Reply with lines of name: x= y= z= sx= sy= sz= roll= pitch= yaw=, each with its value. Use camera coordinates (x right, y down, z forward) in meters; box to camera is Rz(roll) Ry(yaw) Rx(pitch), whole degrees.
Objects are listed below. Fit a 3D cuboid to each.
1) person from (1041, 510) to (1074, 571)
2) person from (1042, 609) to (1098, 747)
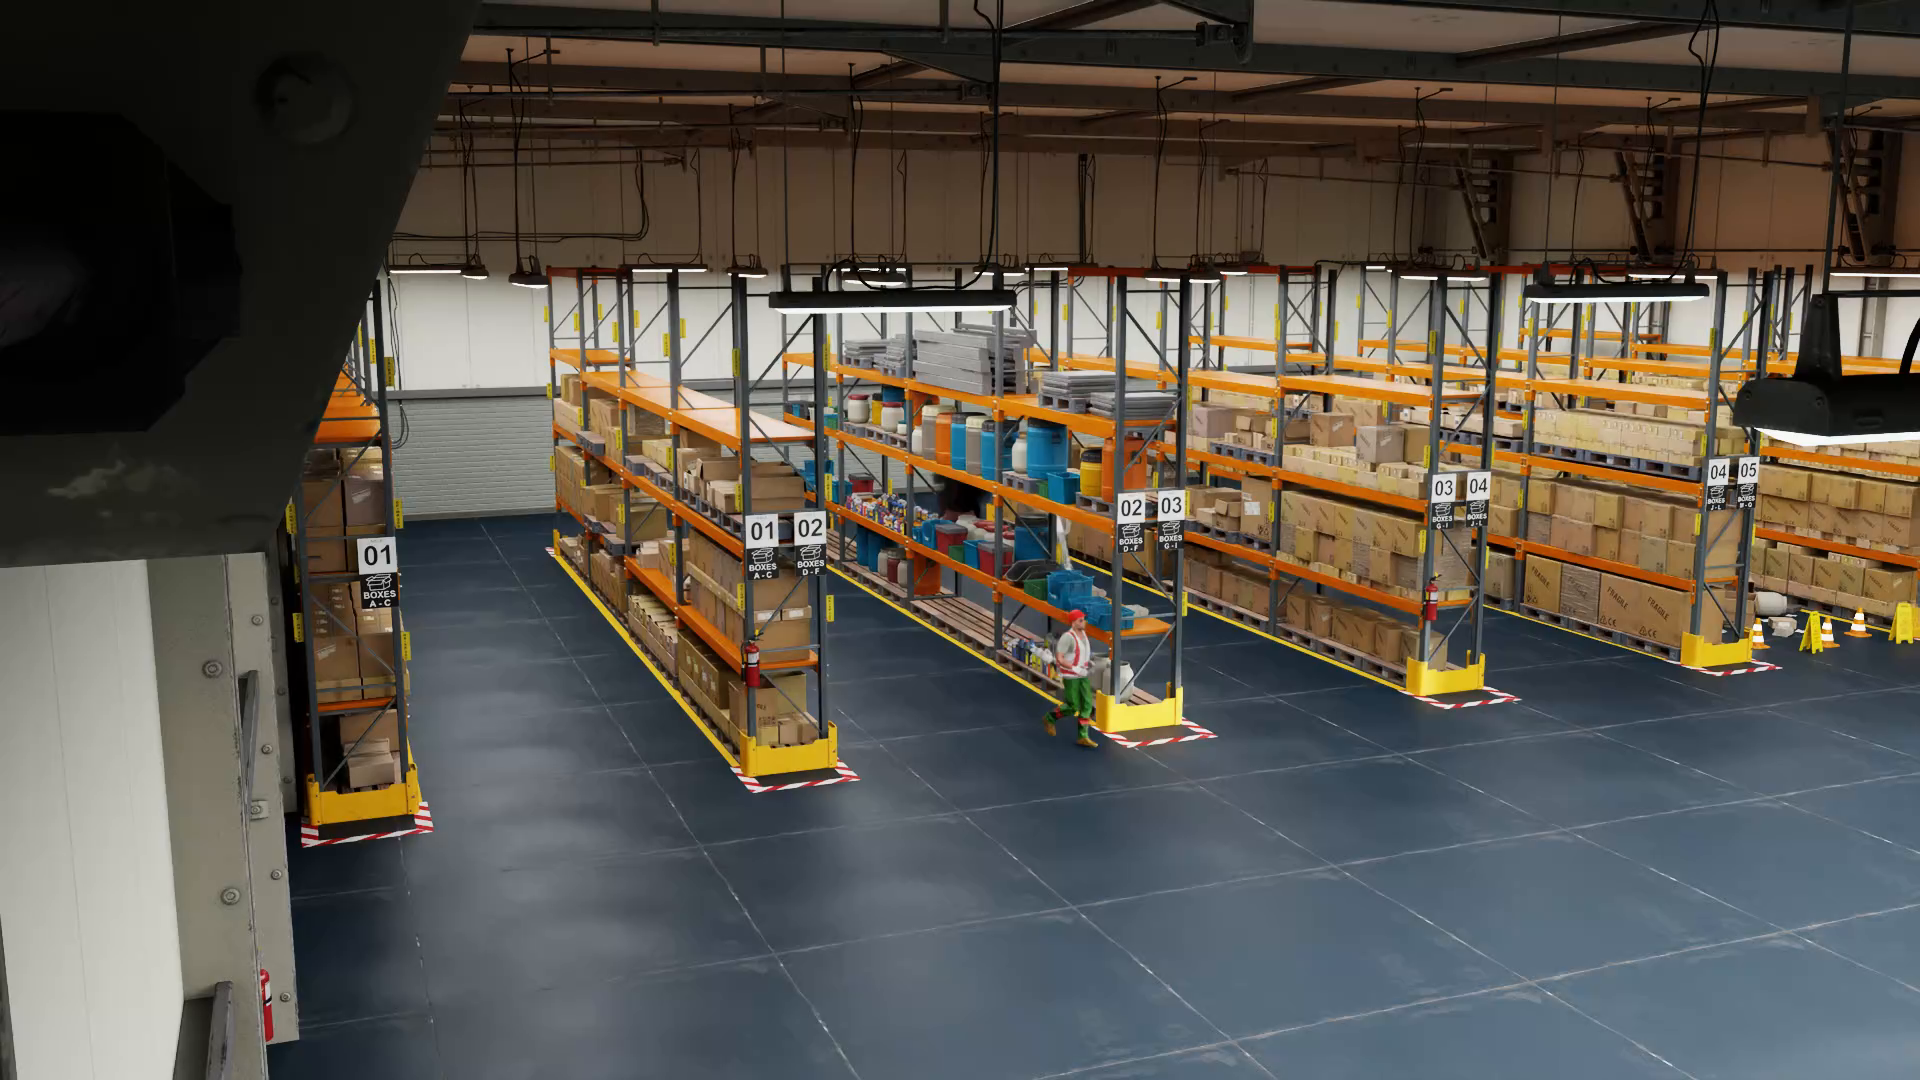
person: x=1.936 y=-0.329 z=31.773 sx=0.728 sy=1.823 sz=1.033 roll=-4 pitch=11 yaw=-20
person: x=1.455 y=1.759 z=21.479 sx=0.792 sy=1.779 sz=0.689 roll=7 pitch=12 yaw=37
